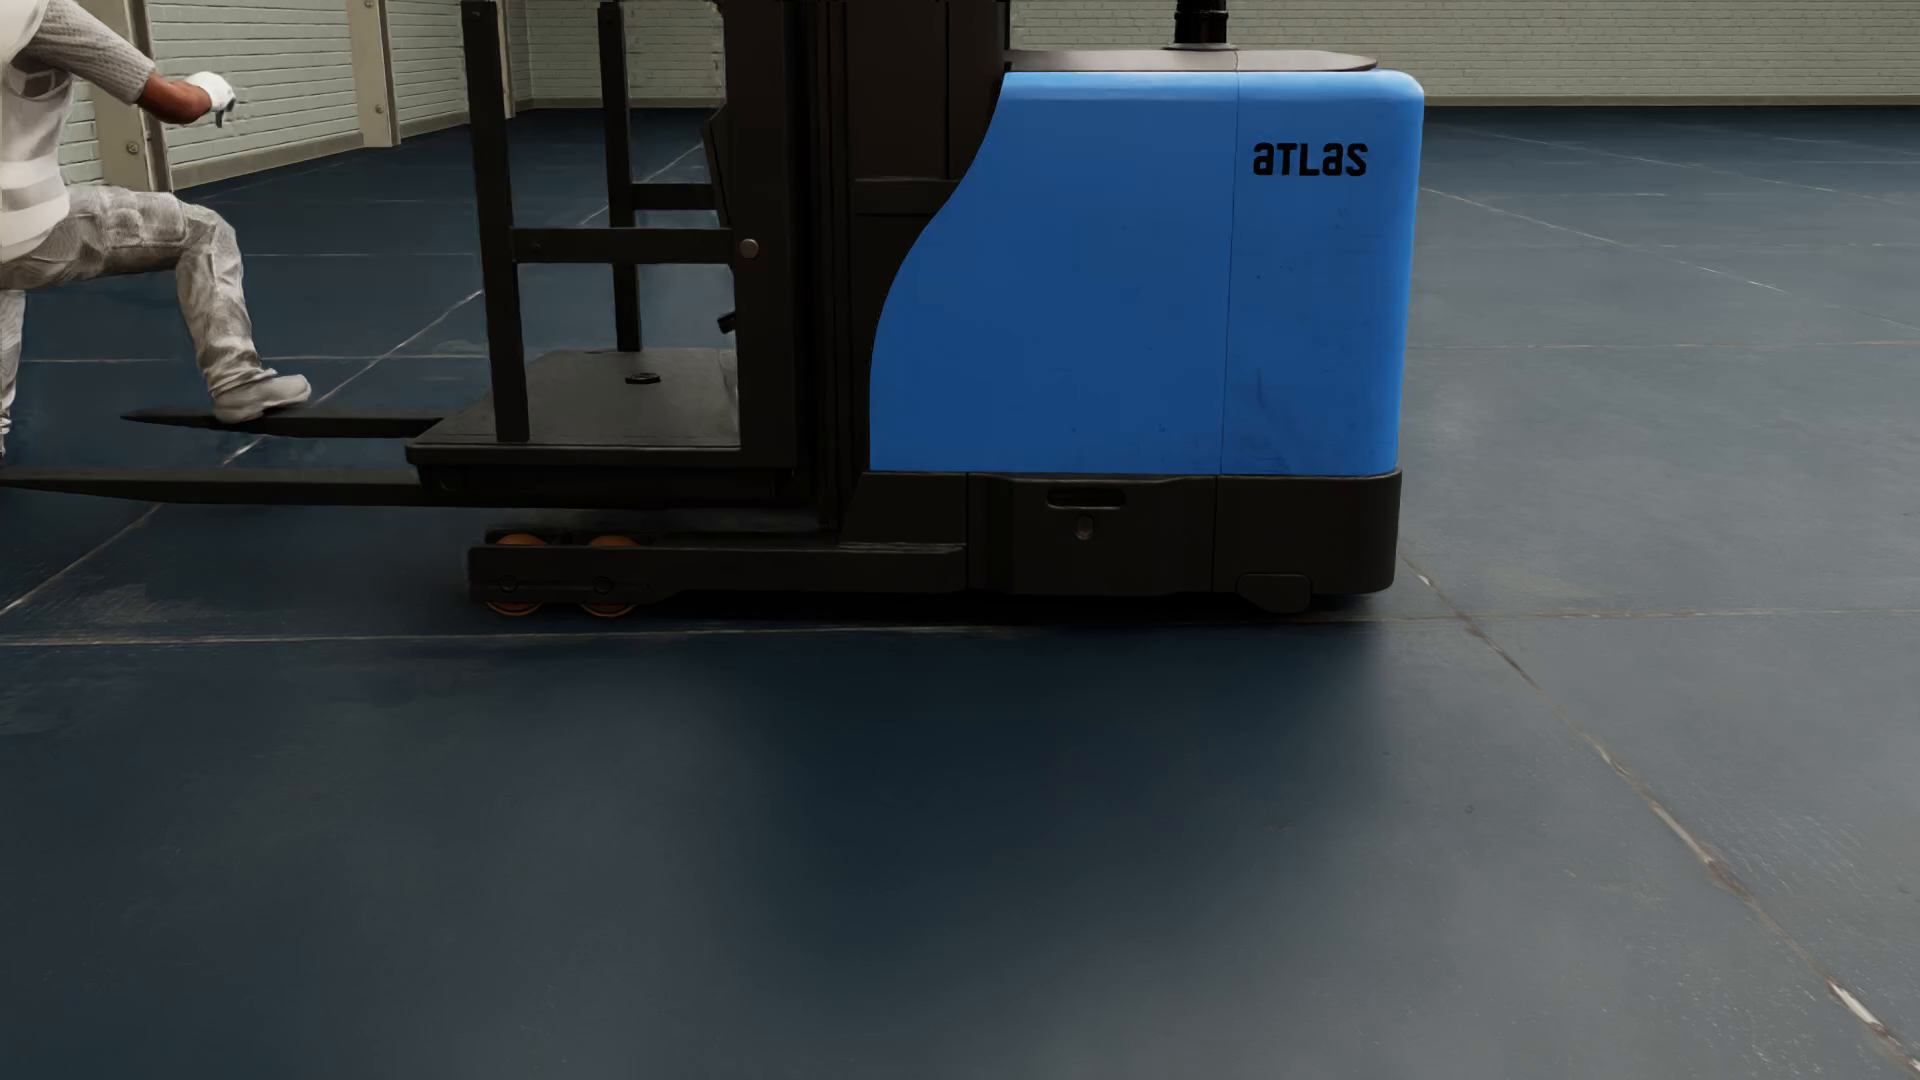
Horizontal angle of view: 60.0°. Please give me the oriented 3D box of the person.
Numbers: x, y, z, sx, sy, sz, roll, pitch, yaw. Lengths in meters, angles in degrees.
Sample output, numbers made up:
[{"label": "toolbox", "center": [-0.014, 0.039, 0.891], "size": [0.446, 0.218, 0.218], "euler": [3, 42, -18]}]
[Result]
[{"label": "person", "center": [-2.222, -0.869, 4.096], "size": [1.066, 1.526, 0.775], "euler": [6, 18, 19]}]

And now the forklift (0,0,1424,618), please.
[{"label": "forklift", "center": [-0.607, -1.396, 3.472], "size": [3.031, 2.935, 1.130], "euler": [1, 17, 3]}]
